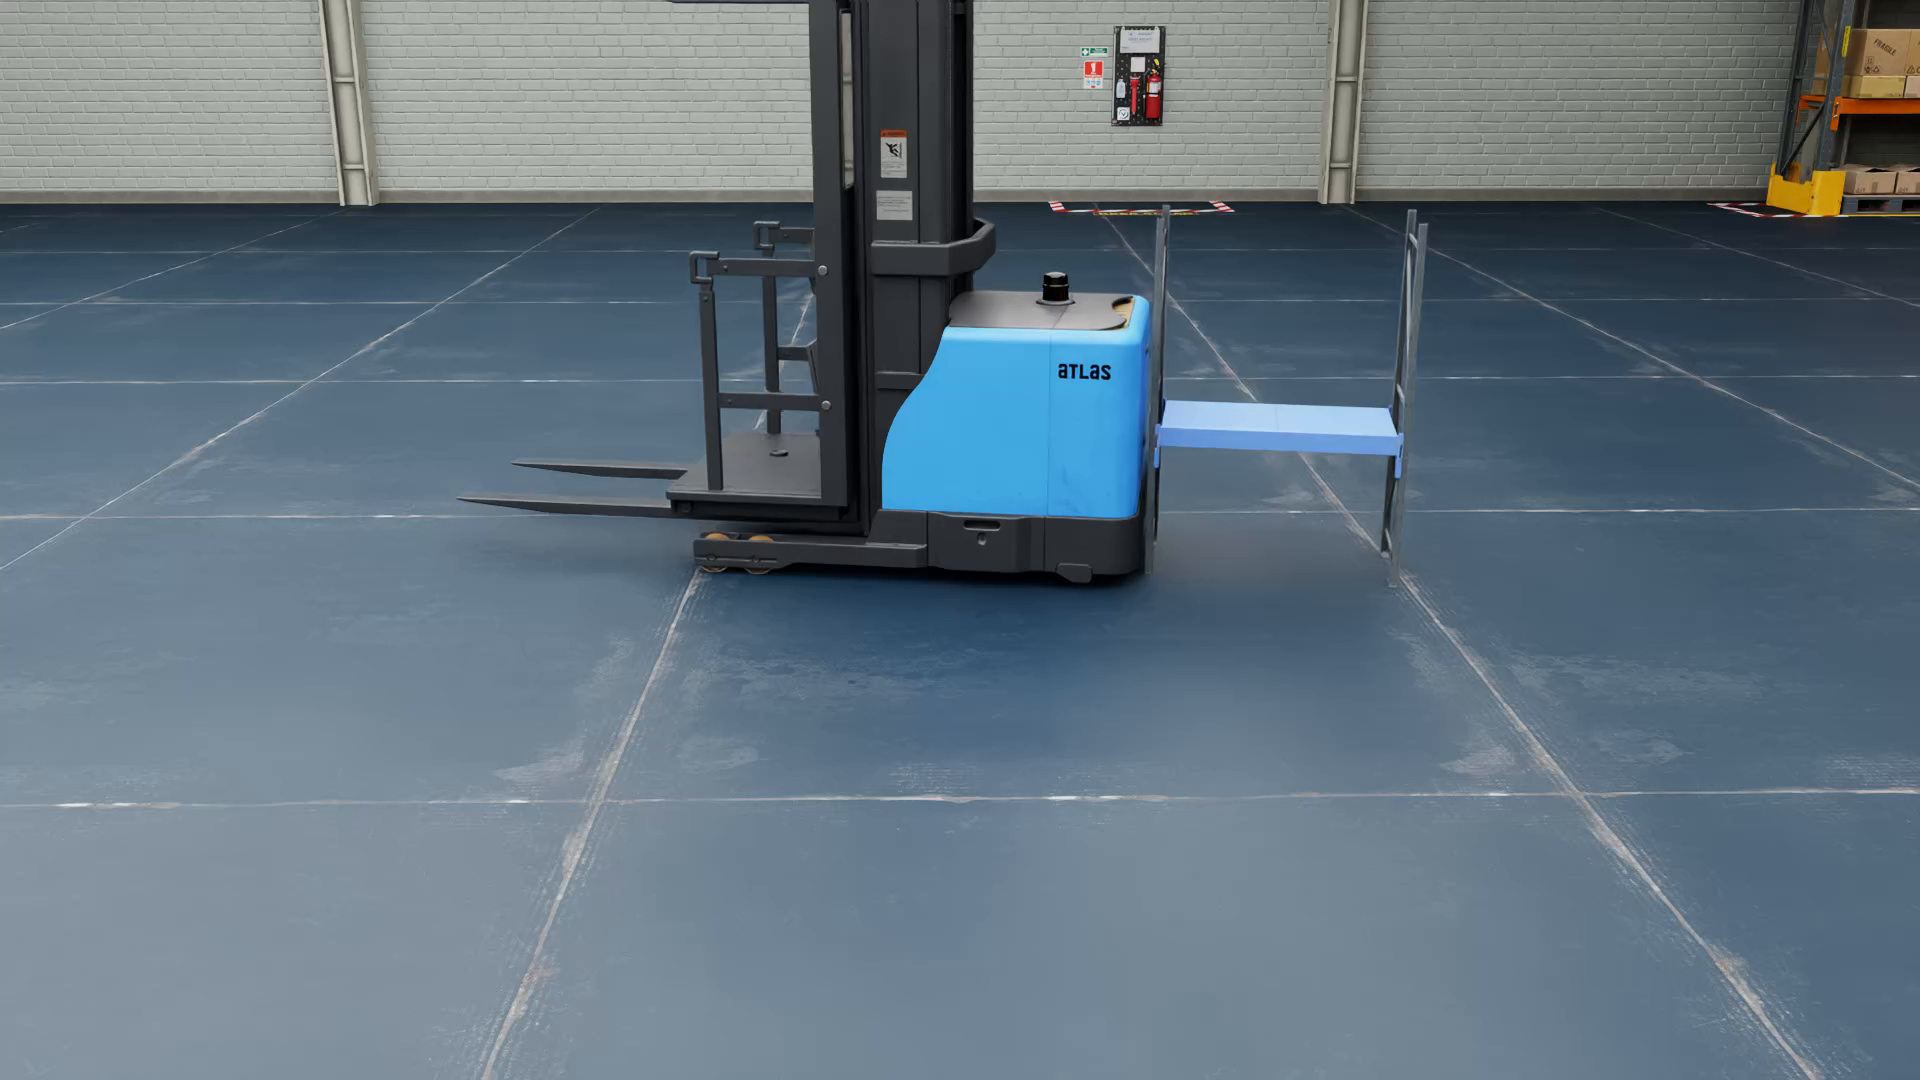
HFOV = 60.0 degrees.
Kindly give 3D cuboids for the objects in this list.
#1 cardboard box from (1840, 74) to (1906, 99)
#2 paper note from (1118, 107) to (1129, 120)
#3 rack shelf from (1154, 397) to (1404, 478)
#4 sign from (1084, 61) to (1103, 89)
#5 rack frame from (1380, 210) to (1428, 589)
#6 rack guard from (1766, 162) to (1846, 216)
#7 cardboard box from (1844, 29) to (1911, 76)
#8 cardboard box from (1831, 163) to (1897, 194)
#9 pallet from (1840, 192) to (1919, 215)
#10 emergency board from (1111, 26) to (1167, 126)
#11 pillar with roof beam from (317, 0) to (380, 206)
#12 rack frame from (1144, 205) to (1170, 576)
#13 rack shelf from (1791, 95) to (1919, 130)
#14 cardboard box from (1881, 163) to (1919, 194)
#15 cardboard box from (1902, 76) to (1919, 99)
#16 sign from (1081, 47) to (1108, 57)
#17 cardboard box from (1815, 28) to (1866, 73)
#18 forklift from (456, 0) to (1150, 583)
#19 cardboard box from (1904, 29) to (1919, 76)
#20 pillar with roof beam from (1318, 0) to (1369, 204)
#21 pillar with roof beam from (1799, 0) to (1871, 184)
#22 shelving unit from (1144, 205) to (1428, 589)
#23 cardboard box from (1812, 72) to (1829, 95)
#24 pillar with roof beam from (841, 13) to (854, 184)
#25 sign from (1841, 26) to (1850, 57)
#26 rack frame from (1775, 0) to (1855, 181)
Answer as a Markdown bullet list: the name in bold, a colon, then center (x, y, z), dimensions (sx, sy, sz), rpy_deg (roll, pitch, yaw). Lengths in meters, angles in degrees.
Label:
- **cardboard box**: center (10.453, -5.210, 19.091), dimensions (0.500, 0.250, 0.500), rpy_deg (-1, 18, -2)
- **paper note**: center (1.997, -5.206, 20.307), dimensions (0.142, 0.148, 0.016), rpy_deg (0, 18, -1)
- **rack shelf**: center (1.341, -0.441, 7.057), dimensions (1.000, 0.185, 0.538), rpy_deg (3, 18, 9)
- **sign**: center (1.621, -5.651, 20.194), dimensions (0.234, 0.329, 0.001), rpy_deg (0, 18, -1)
- **rack frame**: center (1.843, -0.588, 6.924), dimensions (0.032, 1.500, 0.500), rpy_deg (3, 18, 9)
- **rack guard**: center (10.036, -4.177, 19.749), dimensions (0.348, 0.500, 1.175), rpy_deg (0, 18, -1)
- **cardboard box**: center (10.442, -5.572, 18.993), dimensions (0.500, 0.500, 0.500), rpy_deg (0, 18, -1)
- **cardboard box**: center (10.653, -4.272, 19.634), dimensions (0.500, 0.311, 0.500), rpy_deg (-2, 18, -7)
- **pallet**: center (10.849, -4.032, 19.772), dimensions (1.213, 0.211, 1.003), rpy_deg (0, 18, -1)
- **emergency board**: center (2.175, -5.605, 20.109), dimensions (0.643, 1.169, 0.194), rpy_deg (0, 18, -1)
- **pillar with roof beam**: center (-7.284, -7.089, 14.915), dimensions (0.400, 9.000, 9.100), rpy_deg (0, 18, -1)
- **rack frame**: center (0.839, -0.638, 7.080), dimensions (0.032, 1.500, 0.500), rpy_deg (3, 18, 9)
- **rack shelf**: center (11.960, -5.034, 19.506), dimensions (4.000, 0.370, 1.077), rpy_deg (0, 18, -1)
- **cardboard box**: center (11.223, -4.274, 19.643), dimensions (0.500, 0.311, 0.500), rpy_deg (1, 18, 4)
- **cardboard box**: center (10.972, -5.217, 19.113), dimensions (0.500, 0.250, 0.500), rpy_deg (-1, 18, -3)
- **sign**: center (1.626, -5.900, 20.104), dimensions (0.331, 0.109, 0.001), rpy_deg (0, 18, -1)
- **cardboard box**: center (10.428, -5.729, 19.481), dimensions (0.500, 0.500, 0.500), rpy_deg (0, 18, -1)
- **forklift**: center (-0.699, -1.403, 7.123), dimensions (3.031, 2.935, 1.130), rpy_deg (3, 18, 8)
- **cardboard box**: center (10.936, -5.572, 18.991), dimensions (0.500, 0.500, 0.500), rpy_deg (0, 18, -1)
- **pillar with roof beam**: center (4.715, -7.147, 15.095), dimensions (0.400, 9.000, 9.100), rpy_deg (0, 18, -1)
- **pillar with roof beam**: center (10.714, -7.176, 15.185), dimensions (0.400, 9.000, 9.100), rpy_deg (0, 18, -1)
- **shelving unit**: center (1.341, -0.613, 7.002), dimensions (1.048, 1.500, 0.538), rpy_deg (3, 18, 9)
- **cardboard box**: center (10.424, -5.366, 19.578), dimensions (0.500, 0.250, 0.500), rpy_deg (0, 18, 0)
- **pillar with roof beam**: center (-1.284, -7.118, 15.005), dimensions (0.400, 9.000, 9.100), rpy_deg (0, 18, -1)
- **sign**: center (9.969, -5.613, 18.717), dimensions (0.005, 0.325, 0.100), rpy_deg (0, 18, -1)
- **rack frame**: center (9.960, -5.367, 19.366), dimensions (0.127, 3.000, 1.000), rpy_deg (0, 18, -1)
